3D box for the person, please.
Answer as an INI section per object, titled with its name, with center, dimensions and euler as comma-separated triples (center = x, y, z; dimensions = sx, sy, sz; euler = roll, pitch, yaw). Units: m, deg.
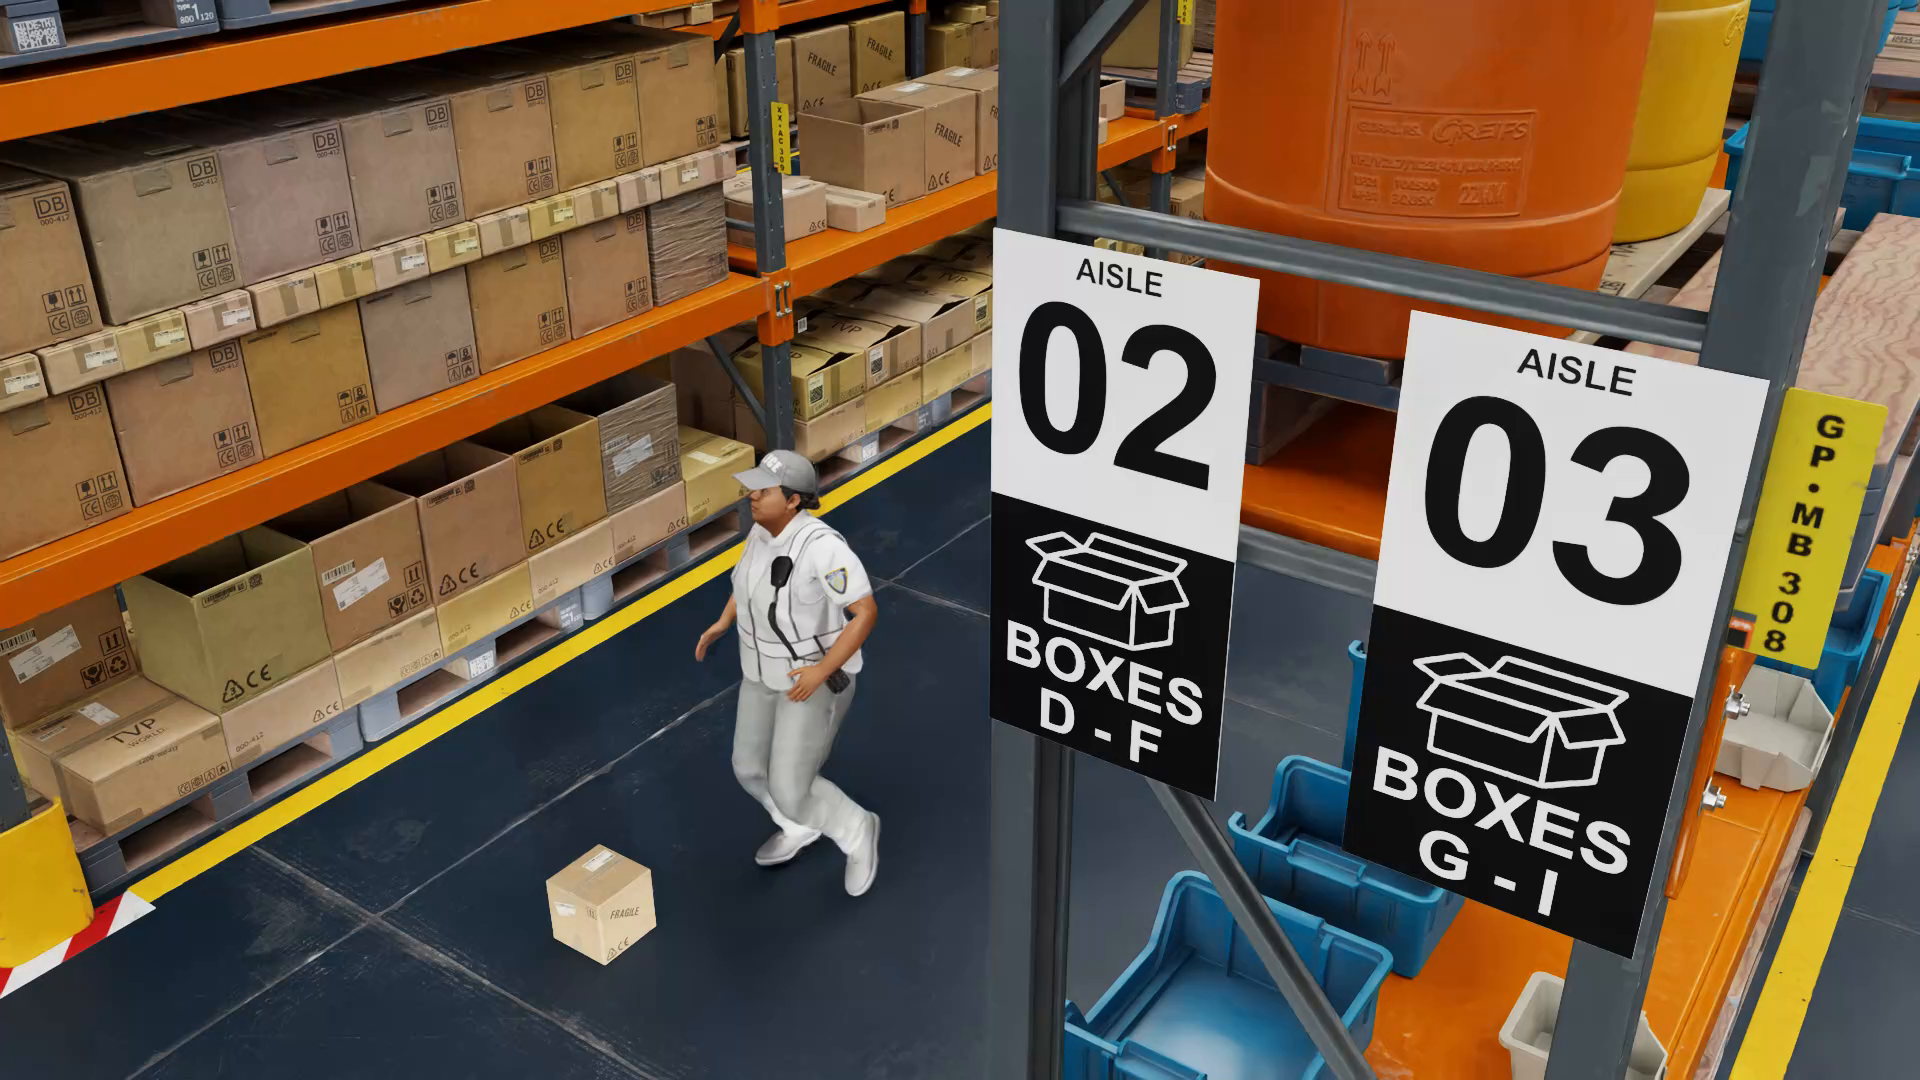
[person]
center = -0.606, 0.488, 5.726
dimensions = 0.734, 1.624, 0.531
euler = 22, 34, 36
